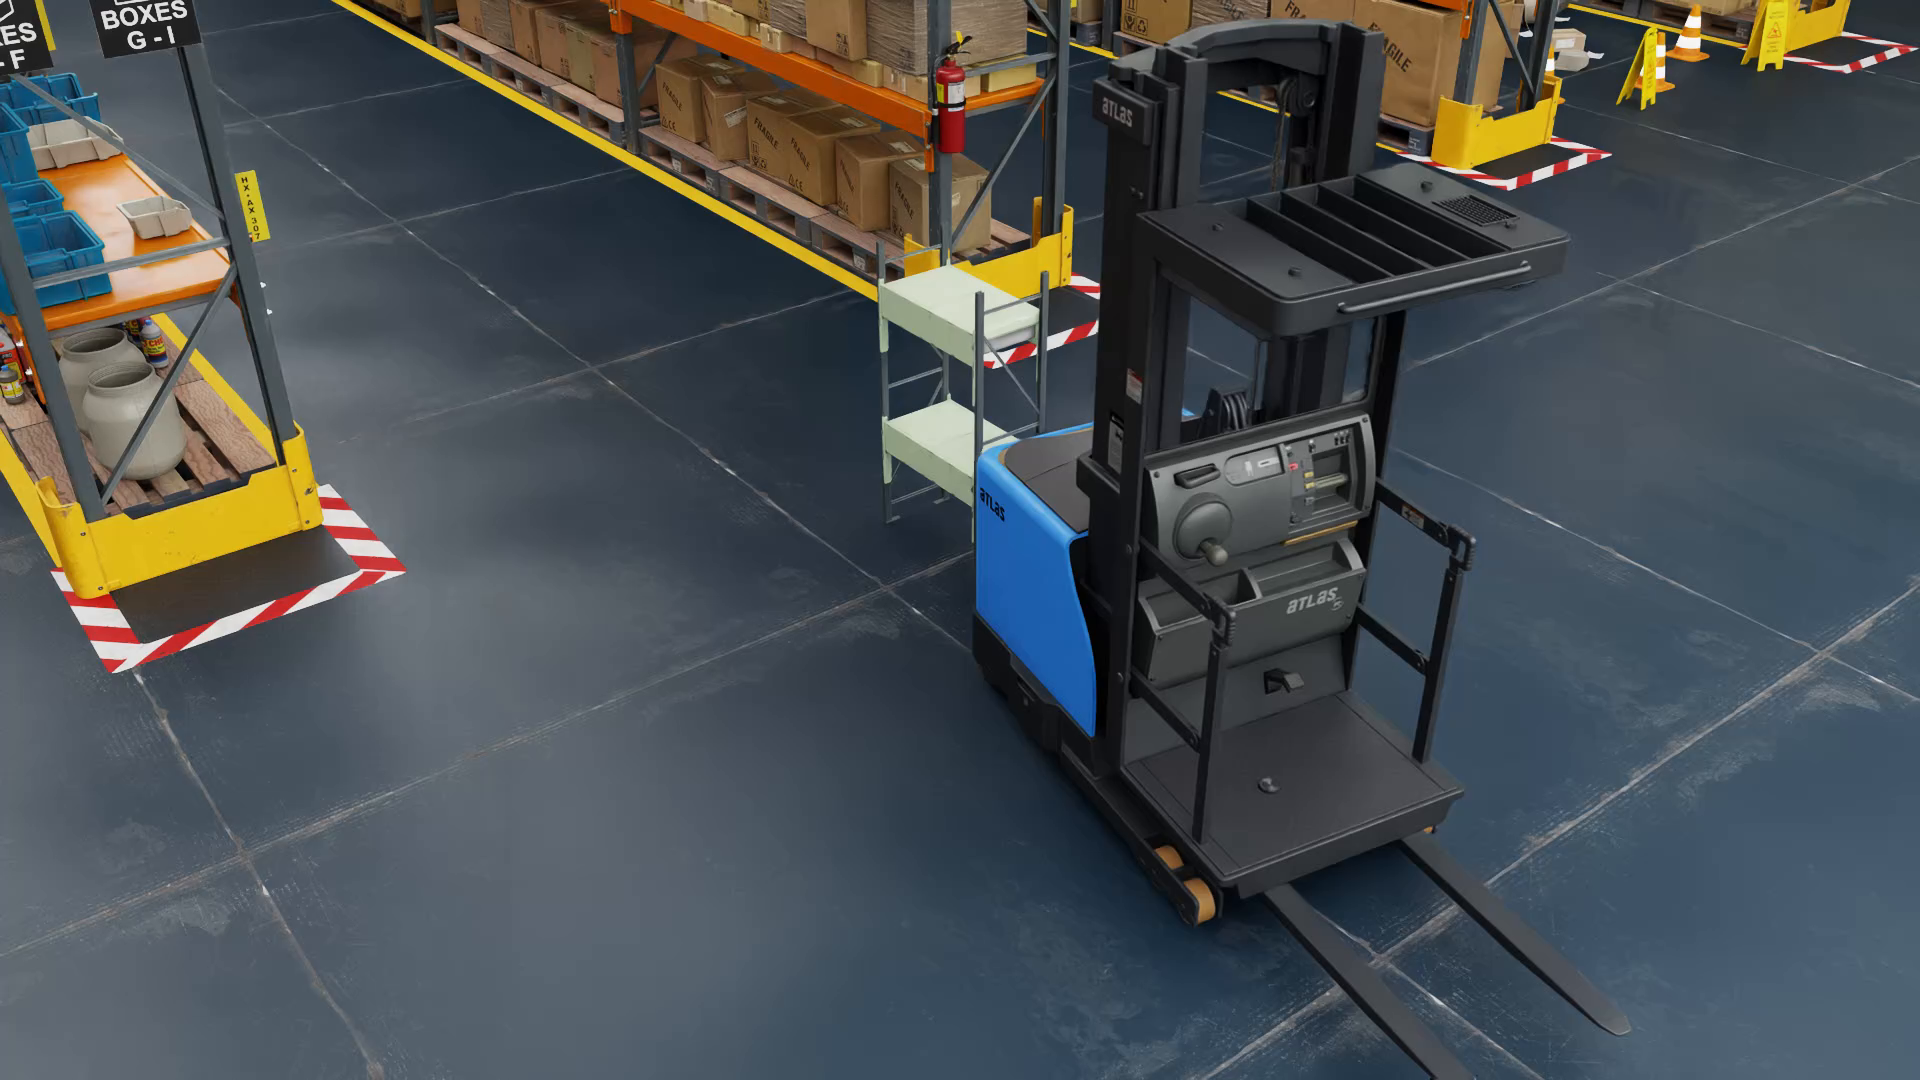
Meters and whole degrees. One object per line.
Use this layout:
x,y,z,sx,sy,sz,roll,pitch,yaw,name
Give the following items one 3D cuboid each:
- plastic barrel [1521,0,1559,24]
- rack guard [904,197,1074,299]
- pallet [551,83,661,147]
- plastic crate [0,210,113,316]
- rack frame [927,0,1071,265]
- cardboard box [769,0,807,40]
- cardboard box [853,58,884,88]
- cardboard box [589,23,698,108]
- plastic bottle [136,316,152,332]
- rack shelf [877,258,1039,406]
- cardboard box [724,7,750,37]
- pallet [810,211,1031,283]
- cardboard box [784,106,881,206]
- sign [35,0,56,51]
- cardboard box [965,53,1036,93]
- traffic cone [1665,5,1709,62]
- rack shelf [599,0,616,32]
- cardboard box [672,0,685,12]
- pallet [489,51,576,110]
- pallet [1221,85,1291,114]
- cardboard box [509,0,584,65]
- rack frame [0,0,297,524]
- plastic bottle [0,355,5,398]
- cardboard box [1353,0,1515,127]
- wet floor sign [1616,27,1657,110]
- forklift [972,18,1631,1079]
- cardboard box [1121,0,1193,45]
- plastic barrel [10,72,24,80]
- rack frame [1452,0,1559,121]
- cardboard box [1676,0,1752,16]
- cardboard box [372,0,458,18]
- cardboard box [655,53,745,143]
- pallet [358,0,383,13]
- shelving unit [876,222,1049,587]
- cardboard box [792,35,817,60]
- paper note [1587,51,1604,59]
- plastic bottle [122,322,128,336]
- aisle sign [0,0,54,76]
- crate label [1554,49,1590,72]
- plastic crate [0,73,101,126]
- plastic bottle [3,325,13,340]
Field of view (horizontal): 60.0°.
5.605,-5.312,16.402,0.512,0.421,0.421,1,32,2,plastic barrel
0.192,-1.799,10.673,1.175,0.500,0.348,-22,38,-31,rack guard
-2.692,-3.636,13.904,1.003,0.211,1.213,-22,38,-31,pallet
-4.217,-1.276,7.602,0.499,0.251,0.616,-22,38,-31,plastic crate
0.239,-2.829,9.963,1.000,3.000,0.127,-22,38,-31,rack frame
-0.750,-3.628,10.872,0.875,0.500,0.500,-22,38,-31,cardboard box
-0.446,-2.967,10.422,0.380,0.149,0.250,-22,38,-31,cardboard box
-2.573,-3.884,13.613,0.700,0.500,0.500,-26,40,-35,cardboard box
-4.663,-1.217,9.523,0.061,0.283,0.133,-22,38,-31,plastic bottle
0.004,-0.966,7.644,0.431,0.370,0.720,-22,38,-31,rack shelf
-1.389,-3.582,11.412,0.380,0.149,0.250,-22,38,-31,cardboard box
-0.278,-2.027,11.313,1.003,0.211,1.213,-22,38,-31,pallet
-0.893,-2.717,11.752,0.500,0.500,0.500,-19,36,-27,cardboard box
-5.685,-3.185,10.273,0.100,0.325,0.005,-22,38,-31,sign
0.253,-2.919,10.344,0.380,0.149,0.250,-22,38,-31,cardboard box
6.784,-4.720,15.411,0.336,0.463,0.334,-22,38,-31,traffic cone
-3.440,-5.024,14.179,1.077,0.370,4.000,-22,38,-31,rack shelf
-1.841,-3.898,11.921,0.380,0.149,0.250,-22,38,-31,cardboard box
-3.445,-4.145,14.723,1.003,0.211,1.213,-22,38,-31,pallet
2.923,-4.023,14.528,1.003,0.211,1.213,-22,38,-31,pallet
-3.537,-4.555,14.693,0.700,0.500,0.500,-19,37,-28,cardboard box
-3.673,-1.227,7.382,1.000,3.000,0.127,-22,38,-31,rack frame
-5.232,-0.926,9.056,0.061,0.283,0.133,-21,38,-30,plastic bottle
3.751,-3.929,13.349,0.875,0.875,0.875,-22,38,-31,cardboard box
5.801,-4.020,14.112,0.232,0.644,0.267,26,40,35,wet floor sign
1.167,-0.125,5.673,1.130,2.935,3.031,-15,35,-23,forklift
2.097,-5.050,15.154,0.875,0.875,0.875,-22,38,-31,cardboard box
-6.124,-3.366,10.351,0.600,0.901,0.708,-22,38,-31,plastic barrel
4.219,-4.392,12.478,1.000,3.000,0.127,-22,38,-31,rack frame
7.344,-5.306,16.158,0.500,0.250,0.500,-22,38,-32,cardboard box
-5.073,-5.734,16.254,1.225,0.875,0.875,-24,39,-33,cardboard box
-2.000,-3.433,12.906,0.500,0.500,0.500,-24,39,-33,cardboard box
-5.835,-5.840,17.453,1.003,0.211,1.213,-22,38,-31,pallet
0.004,-0.634,7.850,0.431,1.500,0.755,-22,38,-31,shelving unit
-0.878,-3.290,10.943,0.380,0.149,0.250,-22,38,-31,cardboard box
5.915,-4.524,15.506,0.142,0.019,0.148,18,36,27,paper note
-4.871,-1.307,9.747,0.097,0.201,0.097,0,32,0,plastic bottle
-3.864,-2.205,6.494,0.394,0.787,0.004,-22,38,-31,aisle sign
5.585,-4.388,15.186,0.298,0.136,0.250,12,34,19,crate label
-5.233,-2.457,9.505,0.499,0.251,0.616,-22,38,-31,plastic crate
-5.400,-1.145,9.487,0.097,0.201,0.097,0,32,0,plastic bottle
